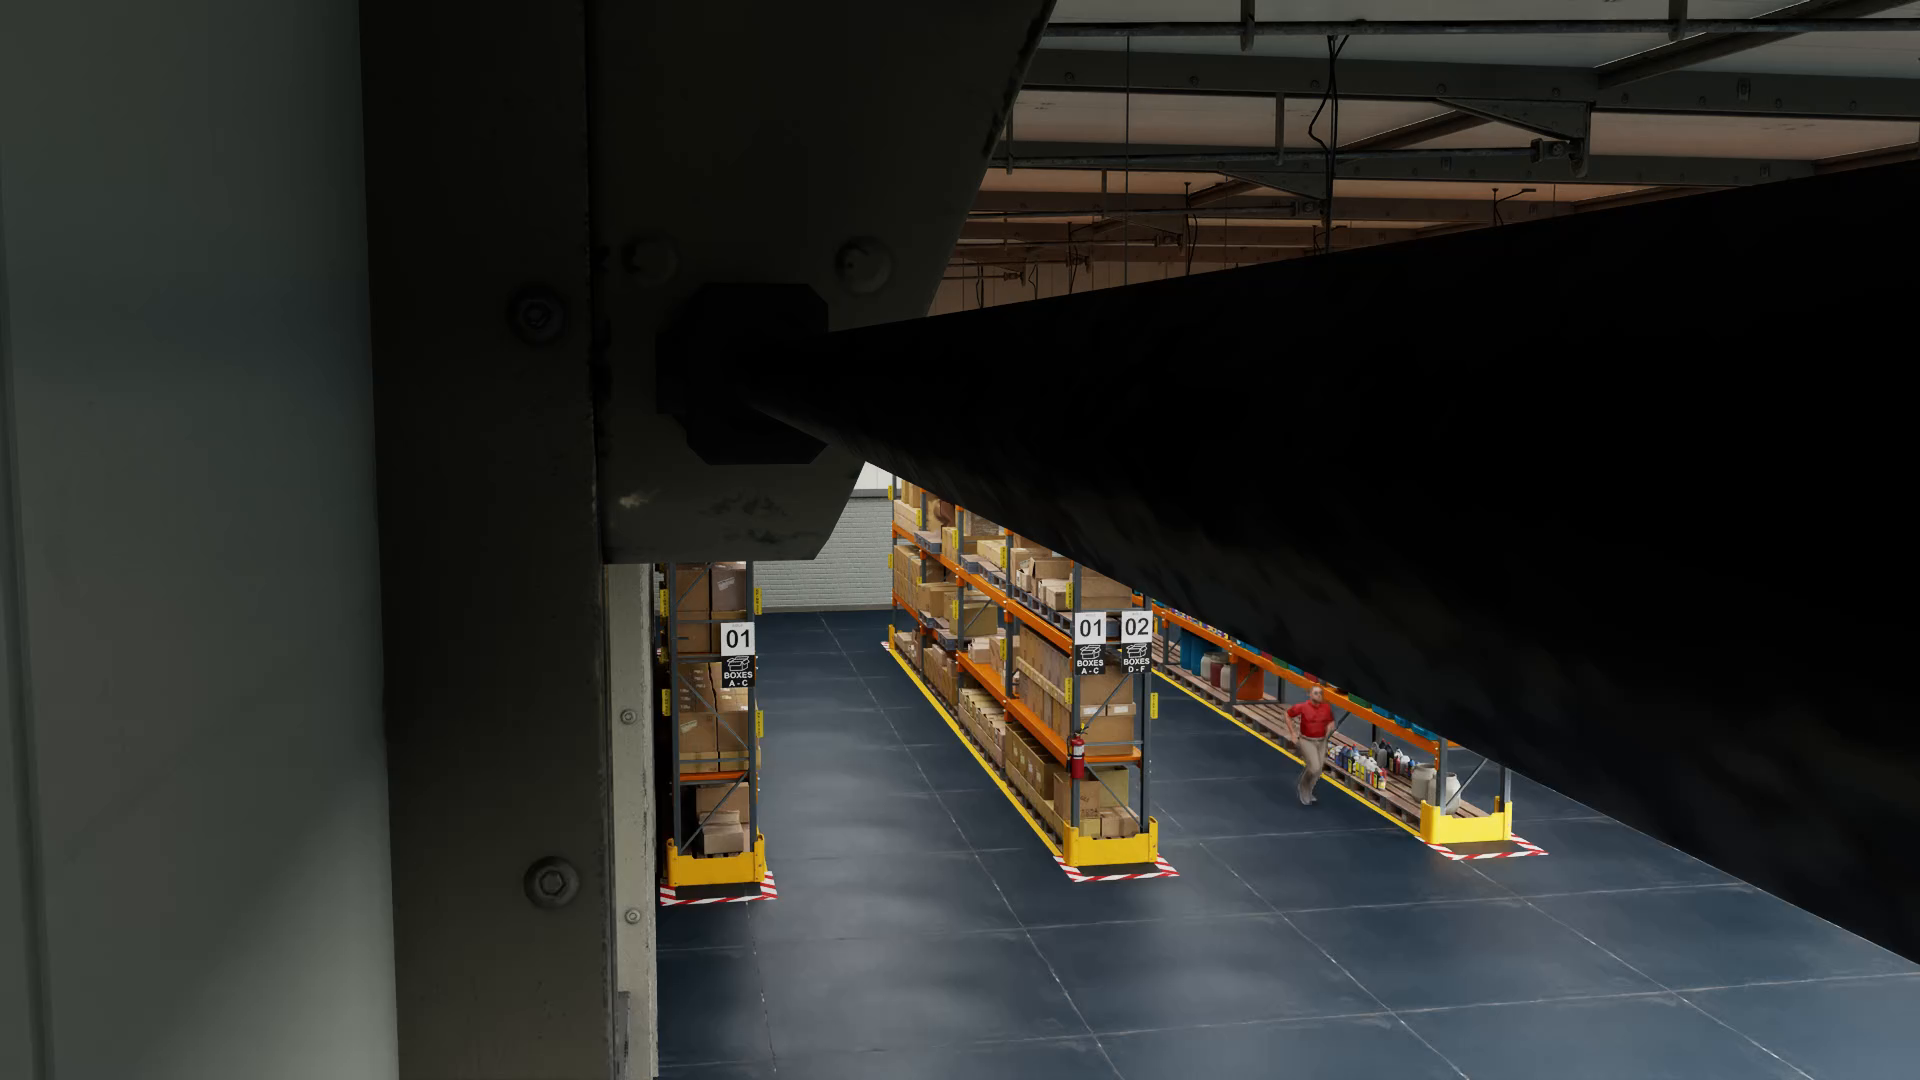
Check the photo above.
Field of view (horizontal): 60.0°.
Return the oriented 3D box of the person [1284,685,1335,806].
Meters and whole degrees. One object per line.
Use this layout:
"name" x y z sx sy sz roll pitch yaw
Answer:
"person" 5.041 2.927 23.661 0.652 1.718 0.653 -2 7 -20
